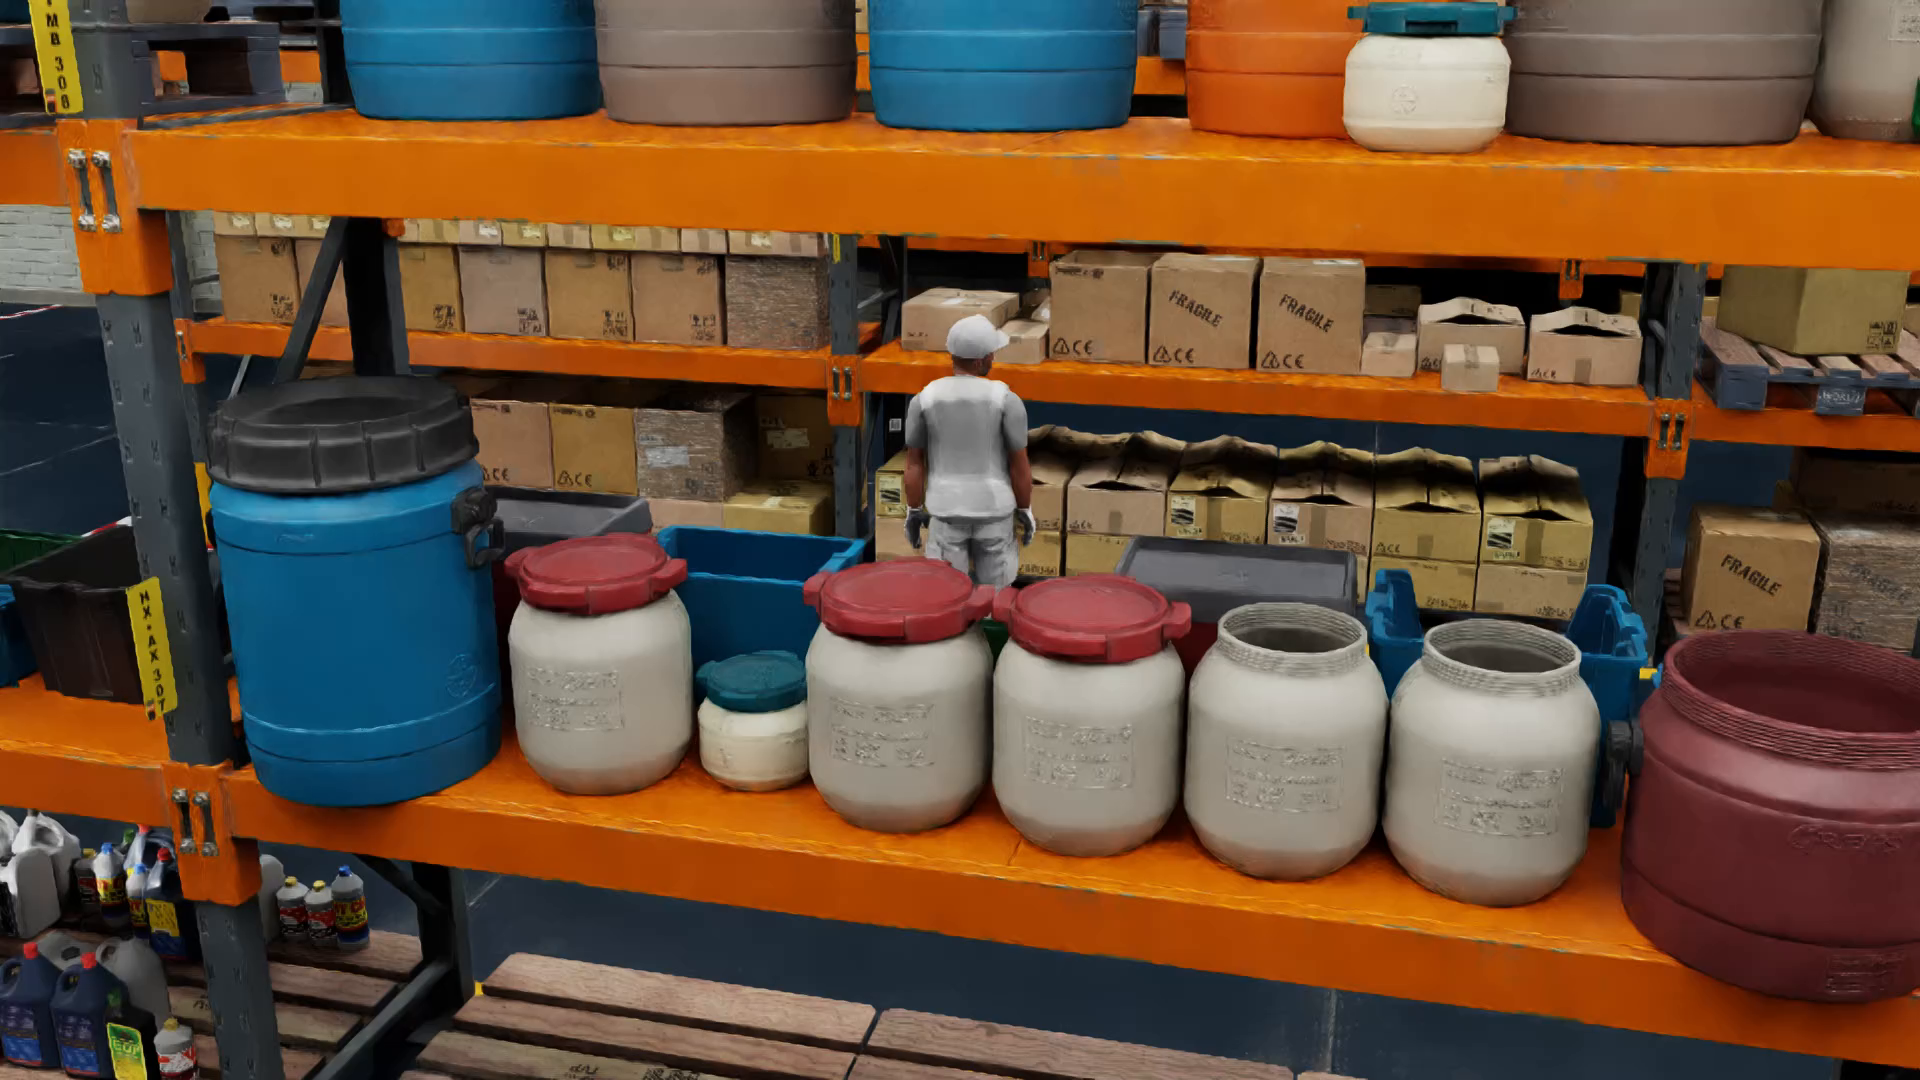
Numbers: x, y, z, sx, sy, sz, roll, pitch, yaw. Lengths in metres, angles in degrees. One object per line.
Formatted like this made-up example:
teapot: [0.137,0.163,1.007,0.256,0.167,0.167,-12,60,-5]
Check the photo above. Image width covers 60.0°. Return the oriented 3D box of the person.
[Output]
person: [0.043,-0.109,7.310,0.582,1.789,0.432,1,18,3]
